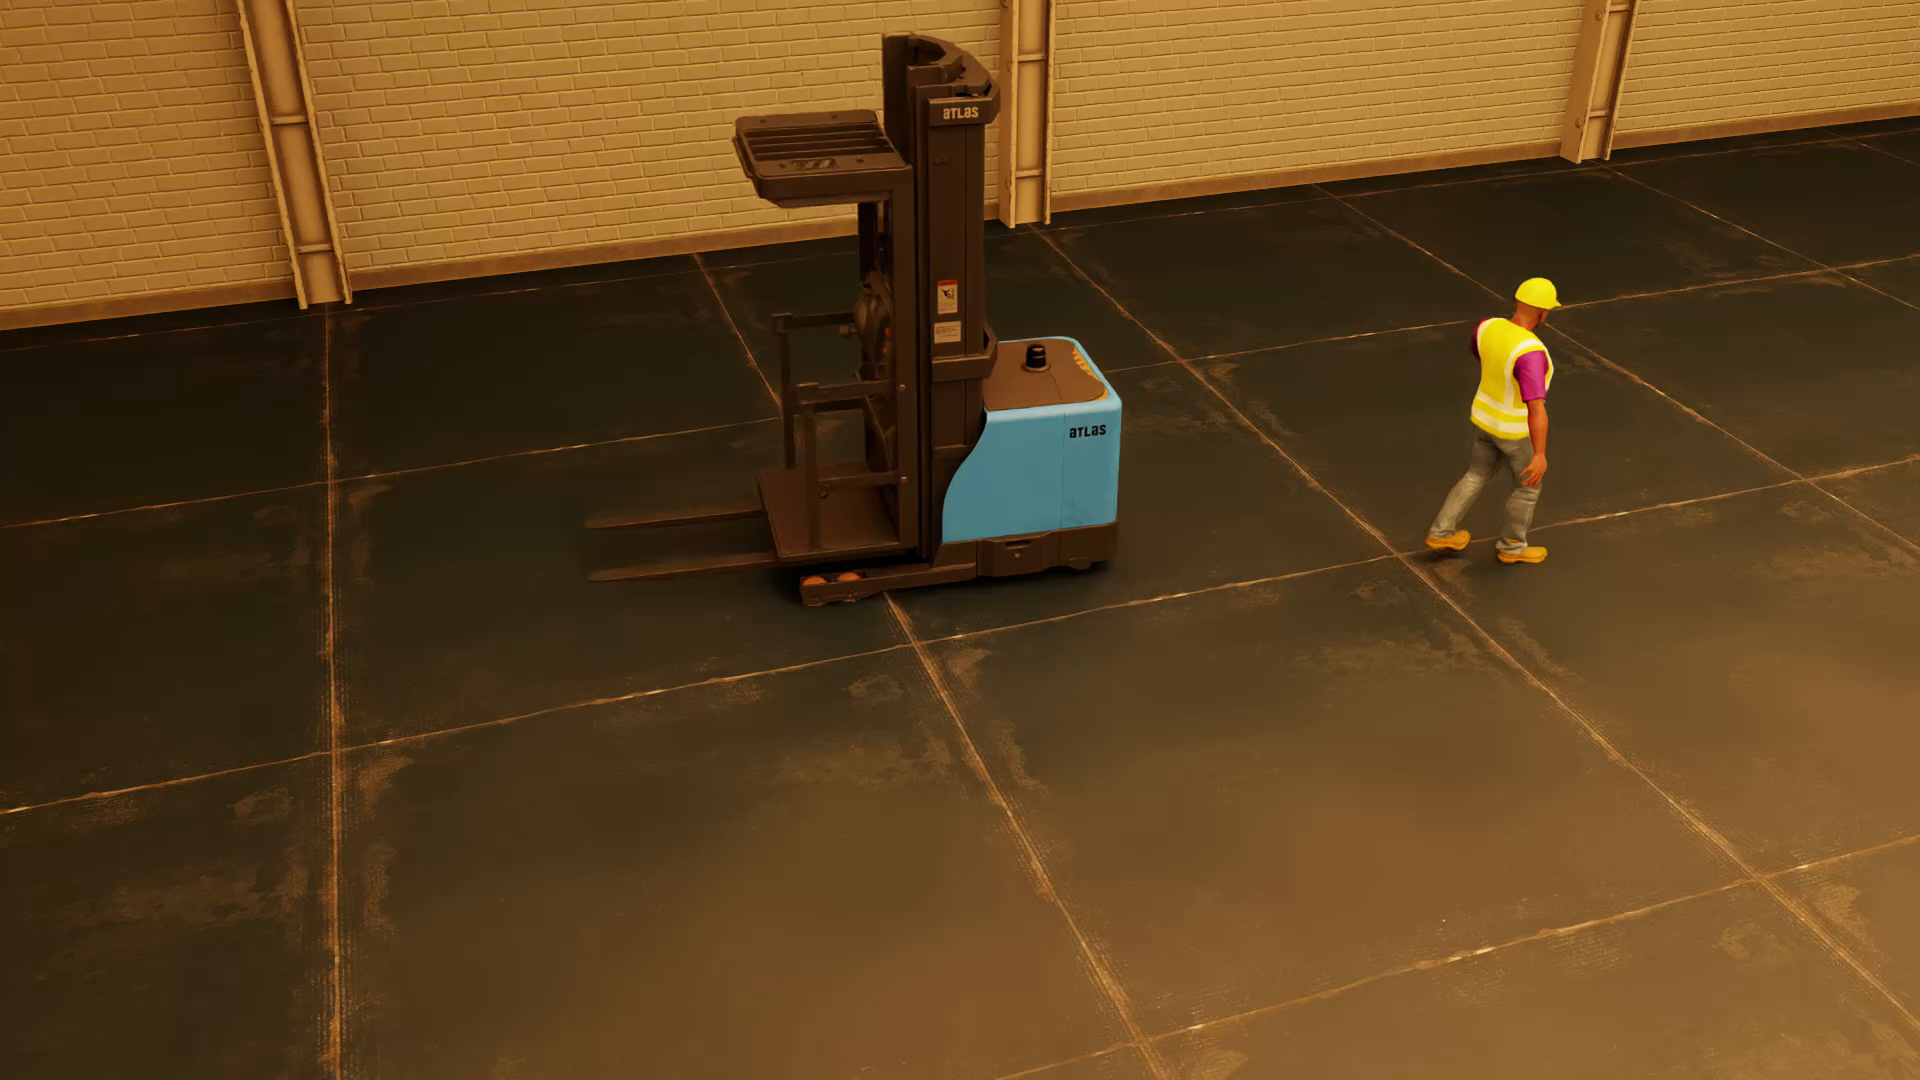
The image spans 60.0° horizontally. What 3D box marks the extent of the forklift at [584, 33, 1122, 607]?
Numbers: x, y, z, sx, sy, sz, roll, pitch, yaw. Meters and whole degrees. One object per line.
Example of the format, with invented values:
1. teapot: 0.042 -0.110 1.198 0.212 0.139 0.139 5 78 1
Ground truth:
1. forklift: -0.655 -1.183 9.143 3.031 2.935 1.130 -7 31 -11

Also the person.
1. person: 3.133 -0.656 9.423 0.740 1.745 0.982 -12 32 -19
